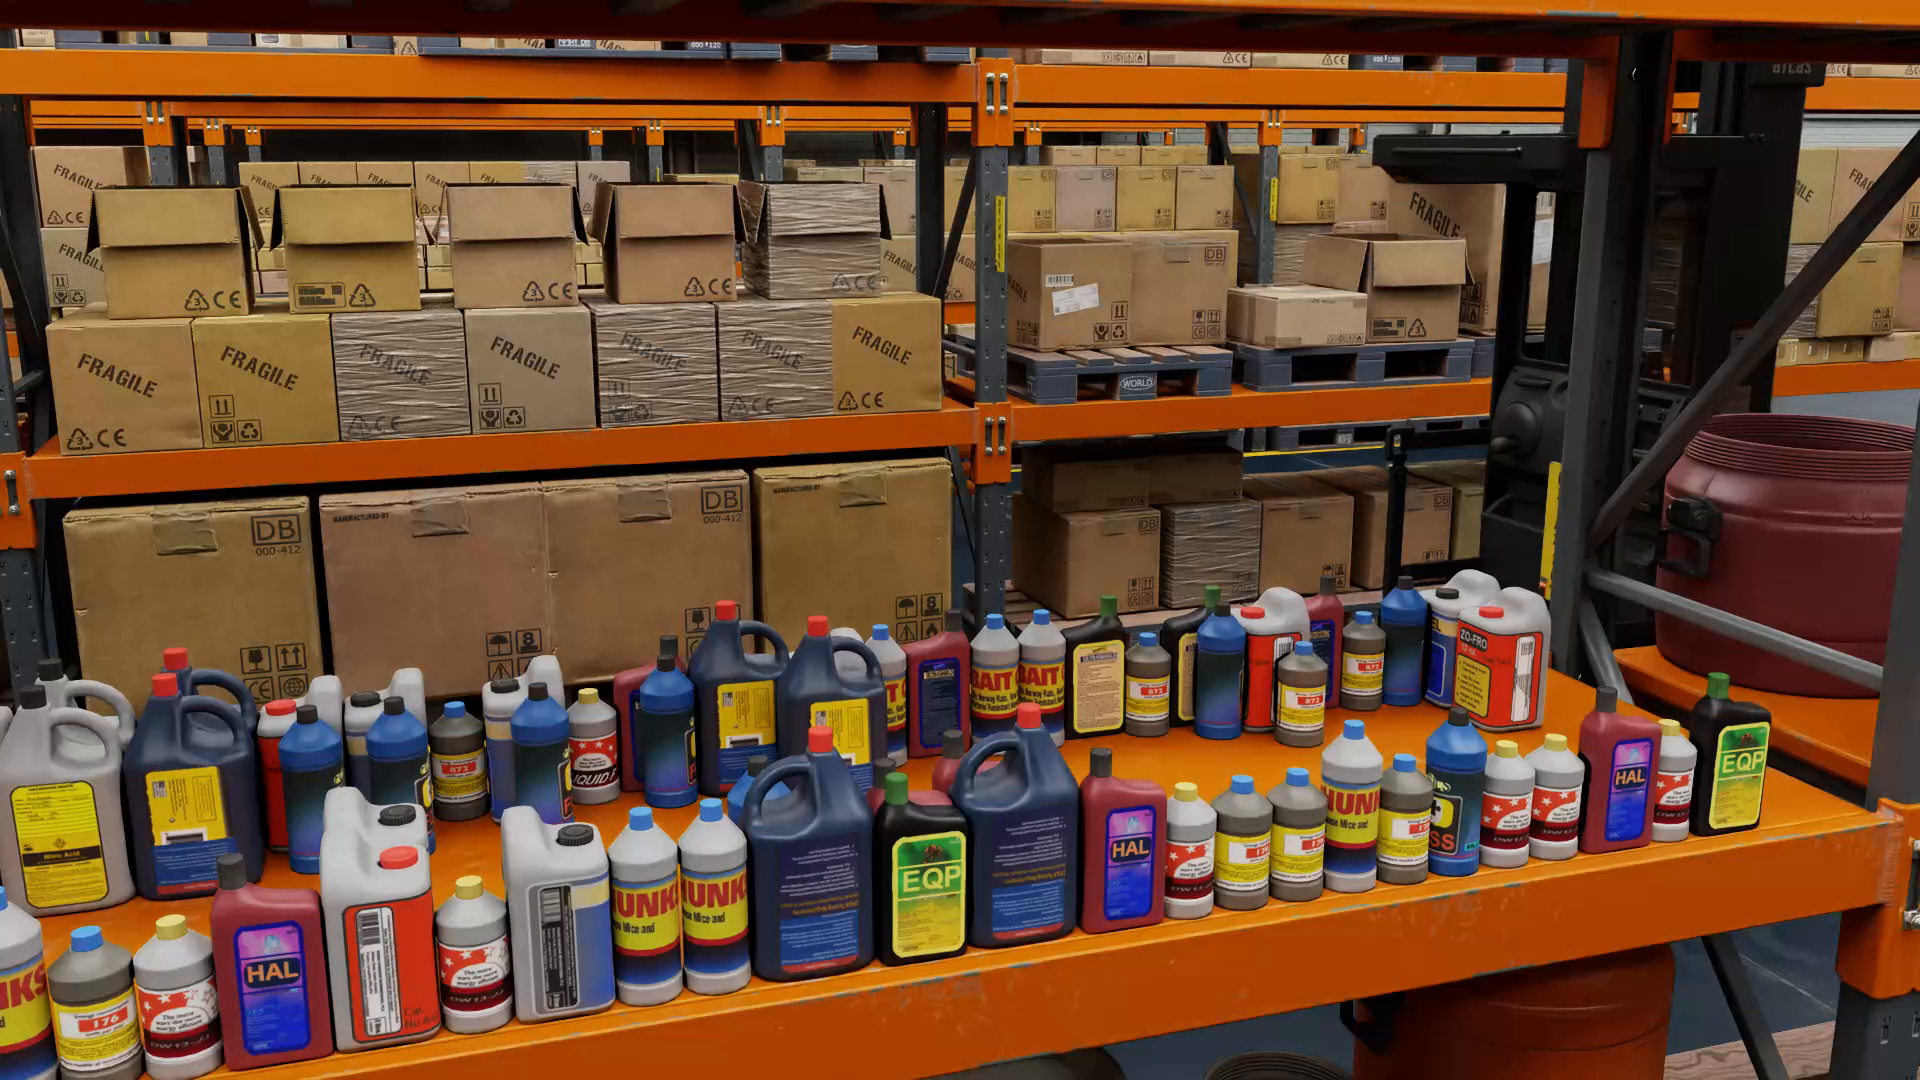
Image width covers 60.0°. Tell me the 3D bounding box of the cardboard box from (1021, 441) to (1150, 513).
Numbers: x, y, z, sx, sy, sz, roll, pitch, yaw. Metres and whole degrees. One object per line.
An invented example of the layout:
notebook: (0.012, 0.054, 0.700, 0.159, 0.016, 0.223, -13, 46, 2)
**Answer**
cardboard box: (0.621, -0.320, 8.336, 0.500, 0.250, 0.500, -4, 14, -16)

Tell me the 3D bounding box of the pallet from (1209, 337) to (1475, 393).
pallet: (1.859, -0.963, 8.623, 1.213, 0.211, 1.003, -4, 14, -18)

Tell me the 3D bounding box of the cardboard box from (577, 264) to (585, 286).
cardboard box: (-2.783, -1.866, 11.643, 0.250, 0.149, 0.380, -5, 14, -21)

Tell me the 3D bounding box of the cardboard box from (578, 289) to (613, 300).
cardboard box: (-1.524, -0.896, 7.713, 0.500, 0.500, 0.500, -5, 14, -19)

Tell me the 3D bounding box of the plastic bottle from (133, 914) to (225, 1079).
plastic bottle: (-1.006, 0.582, 2.141, 0.097, 0.201, 0.097, 0, 13, 0)

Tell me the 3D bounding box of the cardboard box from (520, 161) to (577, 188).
cardboard box: (-4.055, -3.475, 16.391, 0.500, 0.500, 0.500, -4, 14, -17)

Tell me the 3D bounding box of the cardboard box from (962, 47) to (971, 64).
cardboard box: (0.227, -3.745, 12.494, 0.500, 0.311, 0.500, -5, 14, -19)

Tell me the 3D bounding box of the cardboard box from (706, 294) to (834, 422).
cardboard box: (-0.867, -0.824, 7.407, 0.500, 0.500, 0.500, -5, 14, -19)

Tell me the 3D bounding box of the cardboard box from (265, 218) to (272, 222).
cardboard box: (-4.709, -2.165, 11.613, 0.250, 0.149, 0.380, -5, 14, -20)

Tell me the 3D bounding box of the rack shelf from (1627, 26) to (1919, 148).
rack shelf: (3.471, -1.072, 3.739, 4.000, 0.370, 1.077, -4, 14, -18)

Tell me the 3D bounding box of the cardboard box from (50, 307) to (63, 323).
cardboard box: (-5.959, -1.457, 10.829, 0.250, 0.149, 0.380, -4, 14, -16)

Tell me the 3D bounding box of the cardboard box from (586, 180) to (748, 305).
cardboard box: (-1.321, -1.340, 7.410, 0.637, 0.503, 0.797, -4, 14, -17)

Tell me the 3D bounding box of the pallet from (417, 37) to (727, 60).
pallet: (-1.657, -2.126, 7.026, 1.213, 0.211, 1.003, -4, 14, -15)

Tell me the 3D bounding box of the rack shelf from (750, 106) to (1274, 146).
rack shelf: (0.405, -3.253, 12.911, 4.000, 0.370, 1.077, -4, 14, -18)

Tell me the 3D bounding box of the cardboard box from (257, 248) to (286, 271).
cardboard box: (-4.516, -1.876, 11.039, 0.250, 0.149, 0.380, -5, 14, -19)

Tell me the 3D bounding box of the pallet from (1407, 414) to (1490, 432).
pallet: (4.205, -1.065, 14.664, 1.213, 0.211, 1.003, -4, 14, -18)

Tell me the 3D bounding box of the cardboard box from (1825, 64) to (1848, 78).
cardboard box: (4.295, -2.560, 8.764, 0.500, 0.250, 0.500, -5, 14, -20)

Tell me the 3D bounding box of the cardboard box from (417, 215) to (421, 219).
cardboard box: (-4.998, -3.034, 16.160, 0.500, 0.250, 0.500, -5, 14, -20)

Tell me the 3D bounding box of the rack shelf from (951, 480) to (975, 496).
rack shelf: (0.014, -0.308, 10.574, 0.180, 0.103, 0.258, -4, 14, -18)

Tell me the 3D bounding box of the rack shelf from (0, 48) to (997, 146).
rack shelf: (-1.900, -1.863, 7.065, 4.000, 0.370, 1.077, -4, 14, -18)

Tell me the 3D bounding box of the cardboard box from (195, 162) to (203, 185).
cardboard box: (-7.485, -3.332, 15.794, 0.500, 0.500, 0.500, -4, 14, -18)

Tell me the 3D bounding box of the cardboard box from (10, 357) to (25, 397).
cardboard box: (-8.434, -1.648, 15.719, 0.875, 0.438, 0.875, -5, 14, -20)

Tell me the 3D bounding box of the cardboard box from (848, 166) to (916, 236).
cardboard box: (-0.583, -2.600, 12.715, 0.500, 0.500, 0.700, -5, 14, -19)

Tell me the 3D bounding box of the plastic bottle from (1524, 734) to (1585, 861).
plastic bottle: (0.994, 0.427, 2.796, 0.097, 0.201, 0.097, 0, 13, 0)

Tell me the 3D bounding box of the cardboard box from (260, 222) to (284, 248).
cardboard box: (-4.499, -2.023, 11.015, 0.250, 0.149, 0.380, -4, 14, -17)

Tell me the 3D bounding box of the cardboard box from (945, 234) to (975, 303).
cardboard box: (-0.020, -2.094, 12.749, 0.500, 0.500, 0.500, -4, 14, -18)

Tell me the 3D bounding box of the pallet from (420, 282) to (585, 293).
pallet: (-3.353, -1.748, 11.924, 1.213, 0.211, 1.003, -4, 14, -18)

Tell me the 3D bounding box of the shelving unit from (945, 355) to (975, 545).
shelving unit: (0.014, -0.585, 10.508, 0.189, 1.200, 0.258, -4, 14, -18)

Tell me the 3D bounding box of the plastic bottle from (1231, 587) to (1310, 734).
plastic bottle: (0.624, 0.241, 3.417, 0.135, 0.276, 0.152, -4, 14, -18)

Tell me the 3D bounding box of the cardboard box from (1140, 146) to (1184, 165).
cardboard box: (2.088, -4.099, 18.372, 0.500, 0.500, 0.700, -5, 14, -19)

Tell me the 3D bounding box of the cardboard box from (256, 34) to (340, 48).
cardboard box: (-4.380, -3.340, 11.007, 0.500, 0.311, 0.500, -5, 14, -19)

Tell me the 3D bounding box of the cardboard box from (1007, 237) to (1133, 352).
cardboard box: (0.495, -1.203, 8.094, 0.500, 0.500, 0.500, -6, 15, -25)

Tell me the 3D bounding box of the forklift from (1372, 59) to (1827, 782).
forklift: (2.189, -0.469, 6.280, 3.031, 2.935, 1.130, -5, 14, -20)

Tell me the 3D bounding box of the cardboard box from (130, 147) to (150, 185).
cardboard box: (-5.787, -2.401, 11.236, 0.500, 0.500, 0.500, -4, 14, -17)

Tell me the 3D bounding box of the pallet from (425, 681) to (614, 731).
pallet: (-1.930, 0.586, 7.722, 1.213, 0.211, 1.003, -4, 14, -18)

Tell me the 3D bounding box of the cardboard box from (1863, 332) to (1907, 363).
cardboard box: (5.040, -1.094, 9.303, 0.250, 0.149, 0.380, -4, 14, -18)

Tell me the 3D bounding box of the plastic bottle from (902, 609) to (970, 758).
plastic bottle: (-0.047, 0.278, 3.243, 0.133, 0.283, 0.061, -4, 14, -18)

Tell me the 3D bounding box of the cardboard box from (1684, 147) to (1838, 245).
cardboard box: (4.294, -1.854, 8.934, 0.500, 0.500, 0.500, -4, 14, -18)

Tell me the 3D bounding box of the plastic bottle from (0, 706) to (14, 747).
plastic bottle: (-1.599, 0.414, 2.689, 0.135, 0.276, 0.152, -4, 14, -18)

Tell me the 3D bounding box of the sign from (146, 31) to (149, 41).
sign: (-5.101, -3.294, 10.408, 0.005, 0.325, 0.100, -4, 14, -18)

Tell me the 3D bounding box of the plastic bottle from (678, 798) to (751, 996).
plastic bottle: (-0.347, 0.497, 2.349, 0.097, 0.271, 0.097, 0, 13, 0)

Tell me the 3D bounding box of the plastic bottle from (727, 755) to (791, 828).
plastic bottle: (-0.301, 0.458, 2.512, 0.097, 0.271, 0.097, 0, 13, 0)

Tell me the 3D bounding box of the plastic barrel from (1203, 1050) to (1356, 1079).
plastic barrel: (0.611, 1.292, 3.197, 0.421, 0.512, 0.421, 0, 13, 0)

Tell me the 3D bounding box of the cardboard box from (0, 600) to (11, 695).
cardboard box: (-4.446, 0.255, 6.774, 0.875, 0.875, 0.875, -4, 14, -18)

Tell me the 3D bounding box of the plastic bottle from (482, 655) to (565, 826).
plastic bottle: (-0.774, 0.349, 2.959, 0.135, 0.276, 0.152, -4, 14, -18)

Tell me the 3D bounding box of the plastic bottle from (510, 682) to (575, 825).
plastic bottle: (-0.716, 0.378, 2.851, 0.097, 0.271, 0.097, 0, 13, 0)

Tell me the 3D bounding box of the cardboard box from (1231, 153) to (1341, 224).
cardboard box: (2.661, -2.910, 13.736, 0.550, 0.550, 0.875, -4, 14, -18)

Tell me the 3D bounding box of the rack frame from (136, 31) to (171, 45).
rack frame: (-5.281, -4.620, 10.619, 0.127, 3.000, 1.000, -4, 14, -18)

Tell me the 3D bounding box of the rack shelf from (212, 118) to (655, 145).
rack shelf: (-5.060, -4.036, 16.202, 4.000, 0.370, 1.077, -4, 14, -18)

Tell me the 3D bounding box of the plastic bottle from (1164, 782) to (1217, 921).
plastic bottle: (0.348, 0.477, 2.584, 0.097, 0.201, 0.097, 0, 13, 0)

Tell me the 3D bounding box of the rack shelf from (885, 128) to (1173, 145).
rack shelf: (0.935, -5.715, 23.260, 4.000, 0.370, 1.077, -4, 14, -18)

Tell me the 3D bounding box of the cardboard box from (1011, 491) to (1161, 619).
cardboard box: (0.624, 0.047, 8.414, 0.500, 0.500, 0.700, -5, 14, -21)

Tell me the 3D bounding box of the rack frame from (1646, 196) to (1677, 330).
rack frame: (3.787, -1.196, 9.190, 0.127, 3.000, 1.000, -4, 14, -18)

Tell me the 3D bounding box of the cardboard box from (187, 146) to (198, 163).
cardboard box: (-7.146, -3.538, 15.254, 0.250, 0.149, 0.380, -5, 14, -19)

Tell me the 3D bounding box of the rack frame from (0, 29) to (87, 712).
rack frame: (-3.795, -0.606, 6.708, 0.127, 3.000, 1.000, -4, 14, -18)
